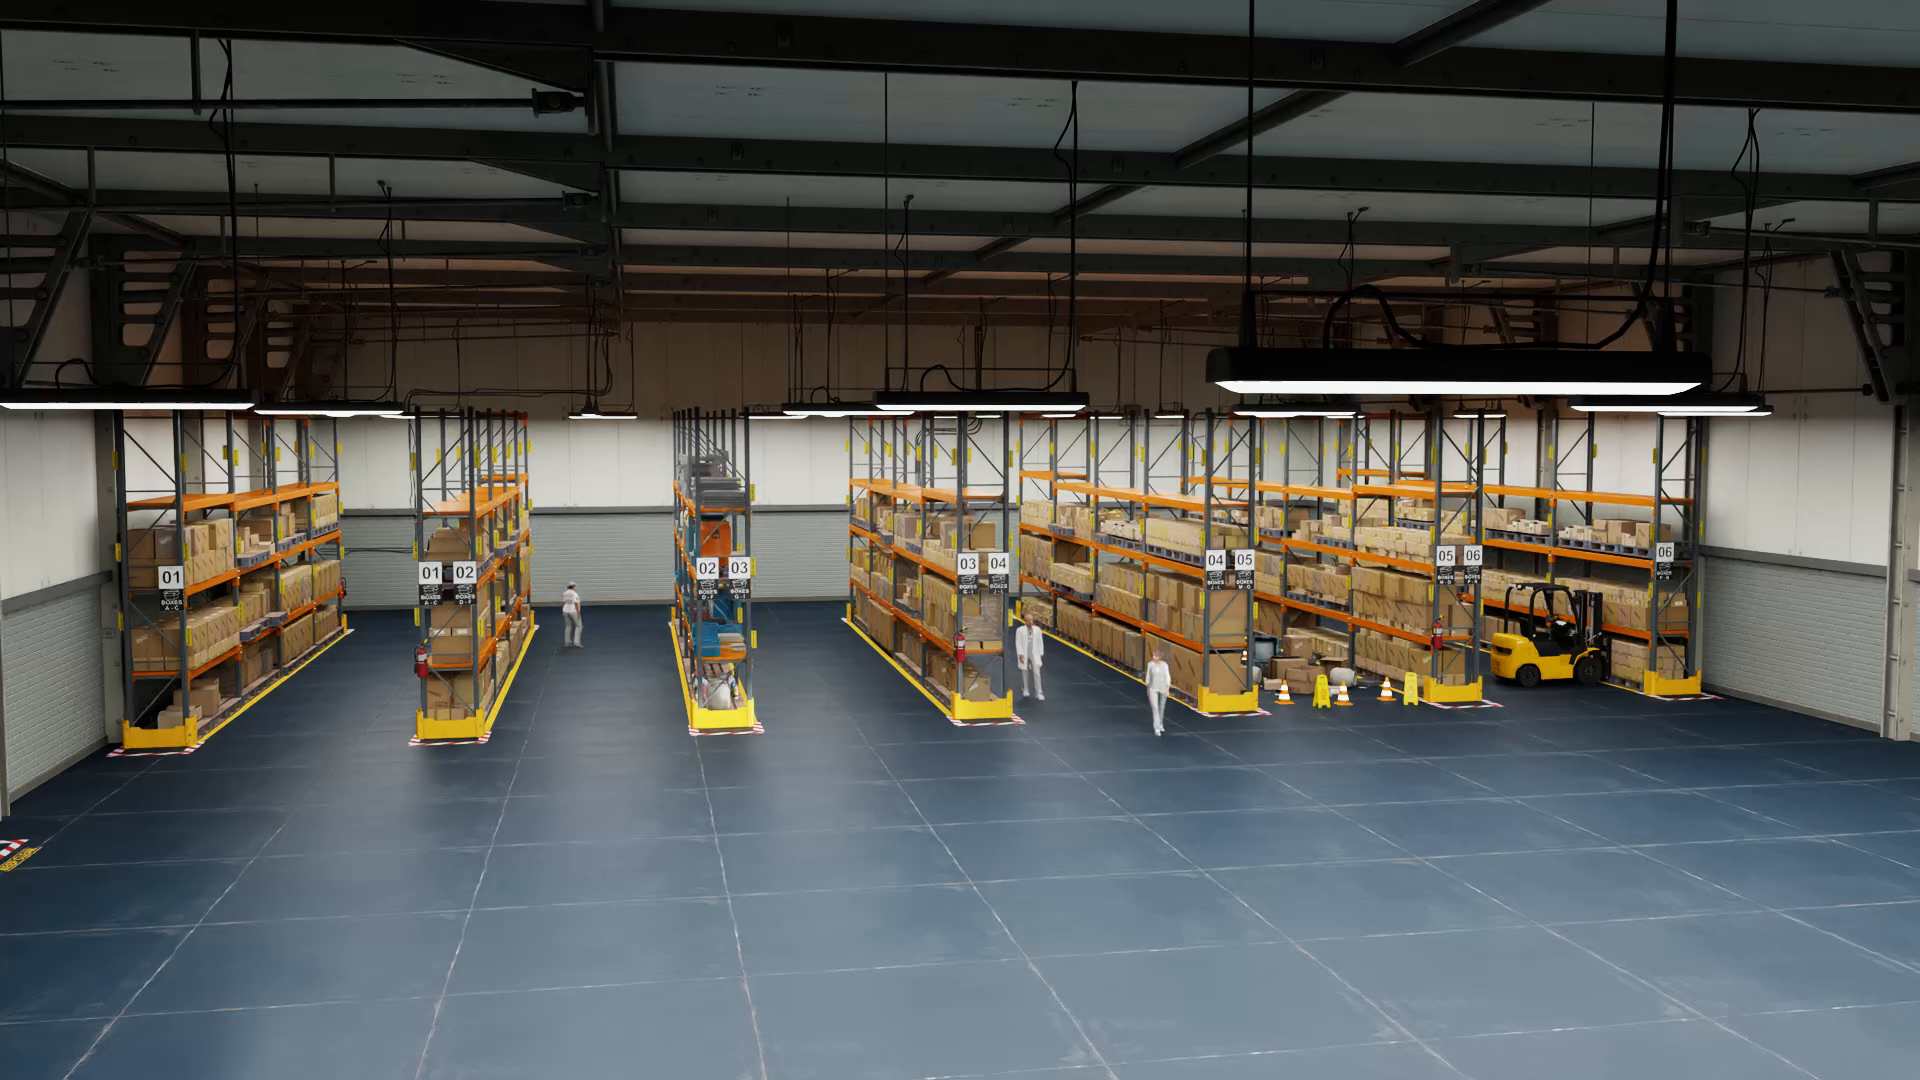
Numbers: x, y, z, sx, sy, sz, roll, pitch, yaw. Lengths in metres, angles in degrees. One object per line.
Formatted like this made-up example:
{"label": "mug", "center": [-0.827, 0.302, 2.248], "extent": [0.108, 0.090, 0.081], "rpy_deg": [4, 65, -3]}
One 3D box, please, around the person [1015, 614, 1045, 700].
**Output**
{"label": "person", "center": [1.440, 2.395, 34.195], "extent": [0.606, 1.736, 1.038], "rpy_deg": [0, 4, -2]}

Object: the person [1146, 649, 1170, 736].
{"label": "person", "center": [3.616, 2.768, 30.308], "extent": [0.436, 1.560, 0.905], "rpy_deg": [0, 4, 3]}

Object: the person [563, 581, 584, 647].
{"label": "person", "center": [-9.871, 1.910, 42.325], "extent": [0.580, 1.714, 0.419], "rpy_deg": [2, 5, 31]}
